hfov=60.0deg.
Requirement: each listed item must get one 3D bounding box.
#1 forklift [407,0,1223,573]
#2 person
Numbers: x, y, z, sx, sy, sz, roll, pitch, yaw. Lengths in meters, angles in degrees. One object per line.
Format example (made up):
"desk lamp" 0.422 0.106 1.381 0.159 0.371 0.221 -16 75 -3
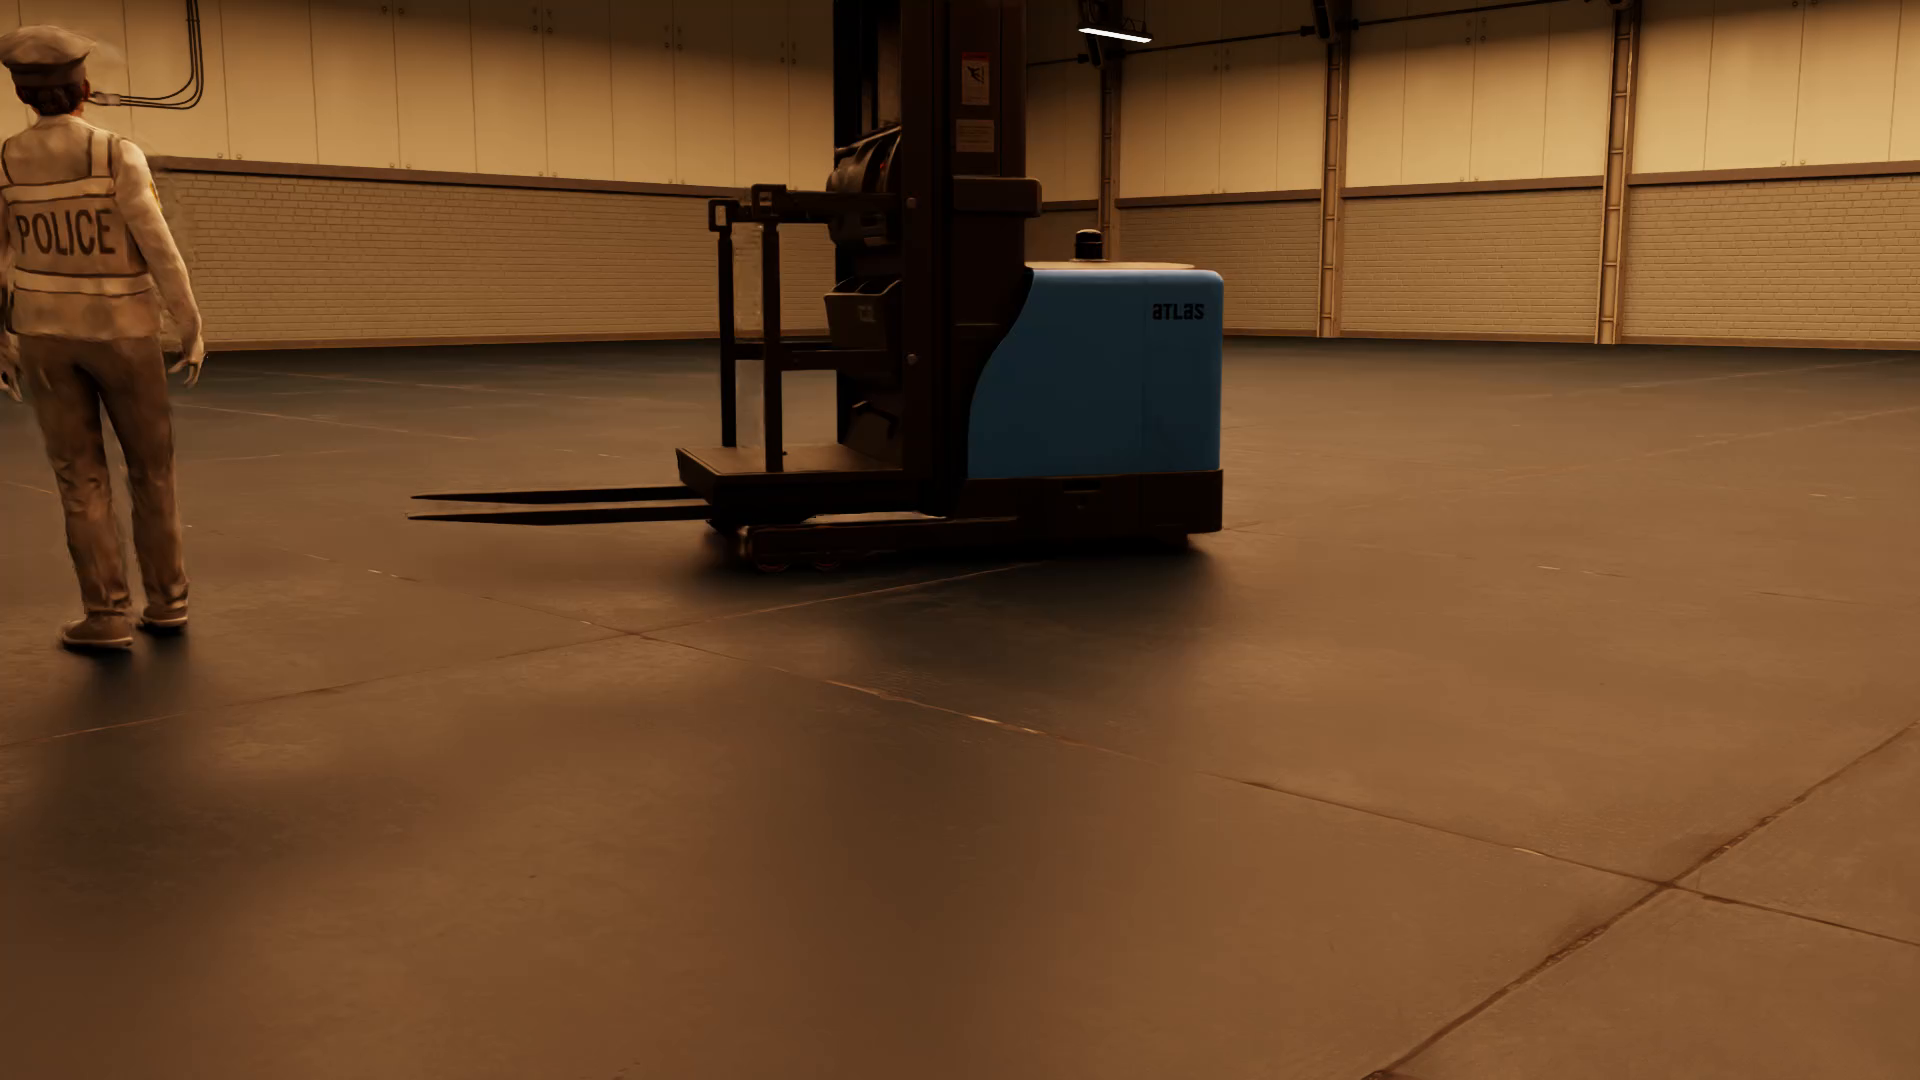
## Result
"forklift" -0.554 -1.419 6.297 3.031 2.935 1.130 -3 9 -17
"person" -2.399 -0.550 4.650 0.576 1.695 0.612 -1 9 -10
